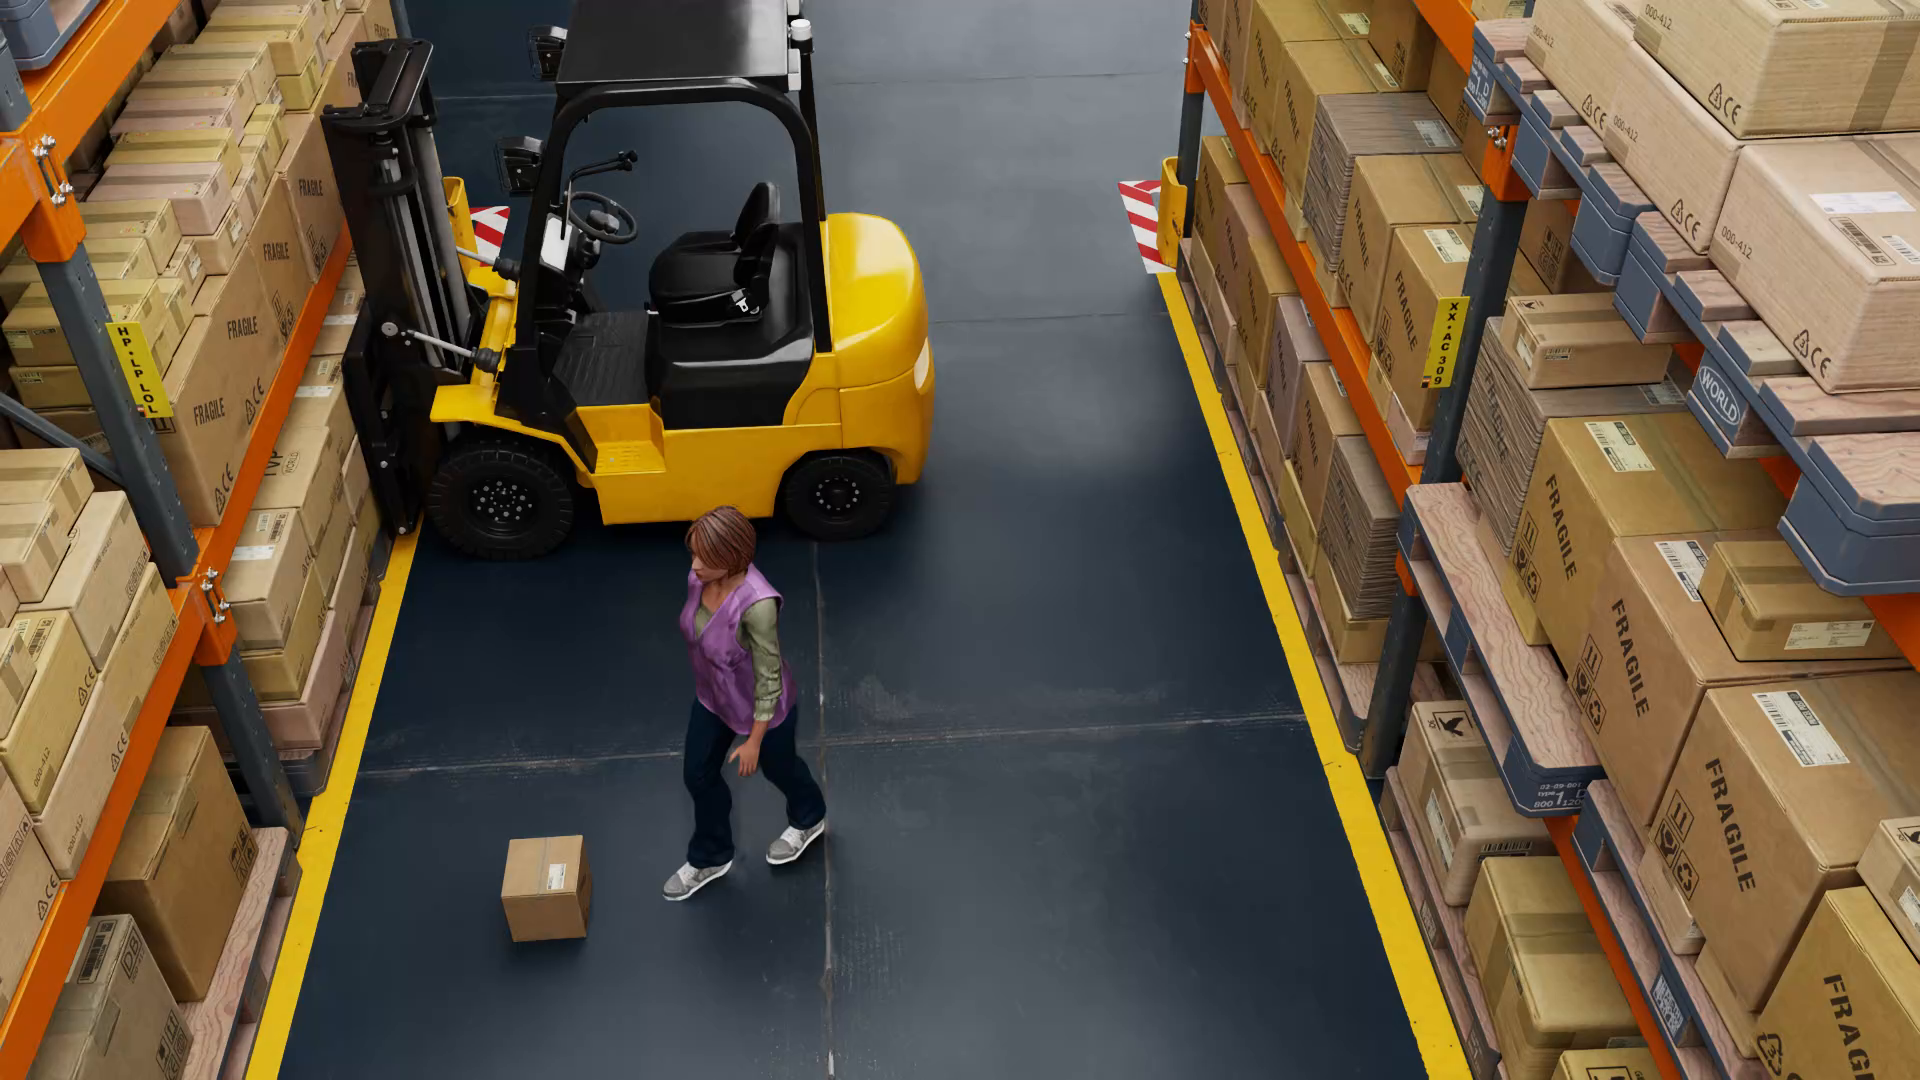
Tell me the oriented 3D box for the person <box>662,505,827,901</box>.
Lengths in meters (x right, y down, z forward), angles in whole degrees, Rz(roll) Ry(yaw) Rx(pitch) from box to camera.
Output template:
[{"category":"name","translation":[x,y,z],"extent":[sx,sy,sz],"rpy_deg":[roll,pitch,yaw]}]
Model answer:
[{"category":"person","translation":[-0.733,0.565,5.474],"extent":[0.446,1.610,0.625],"rpy_deg":[30,48,31]}]
